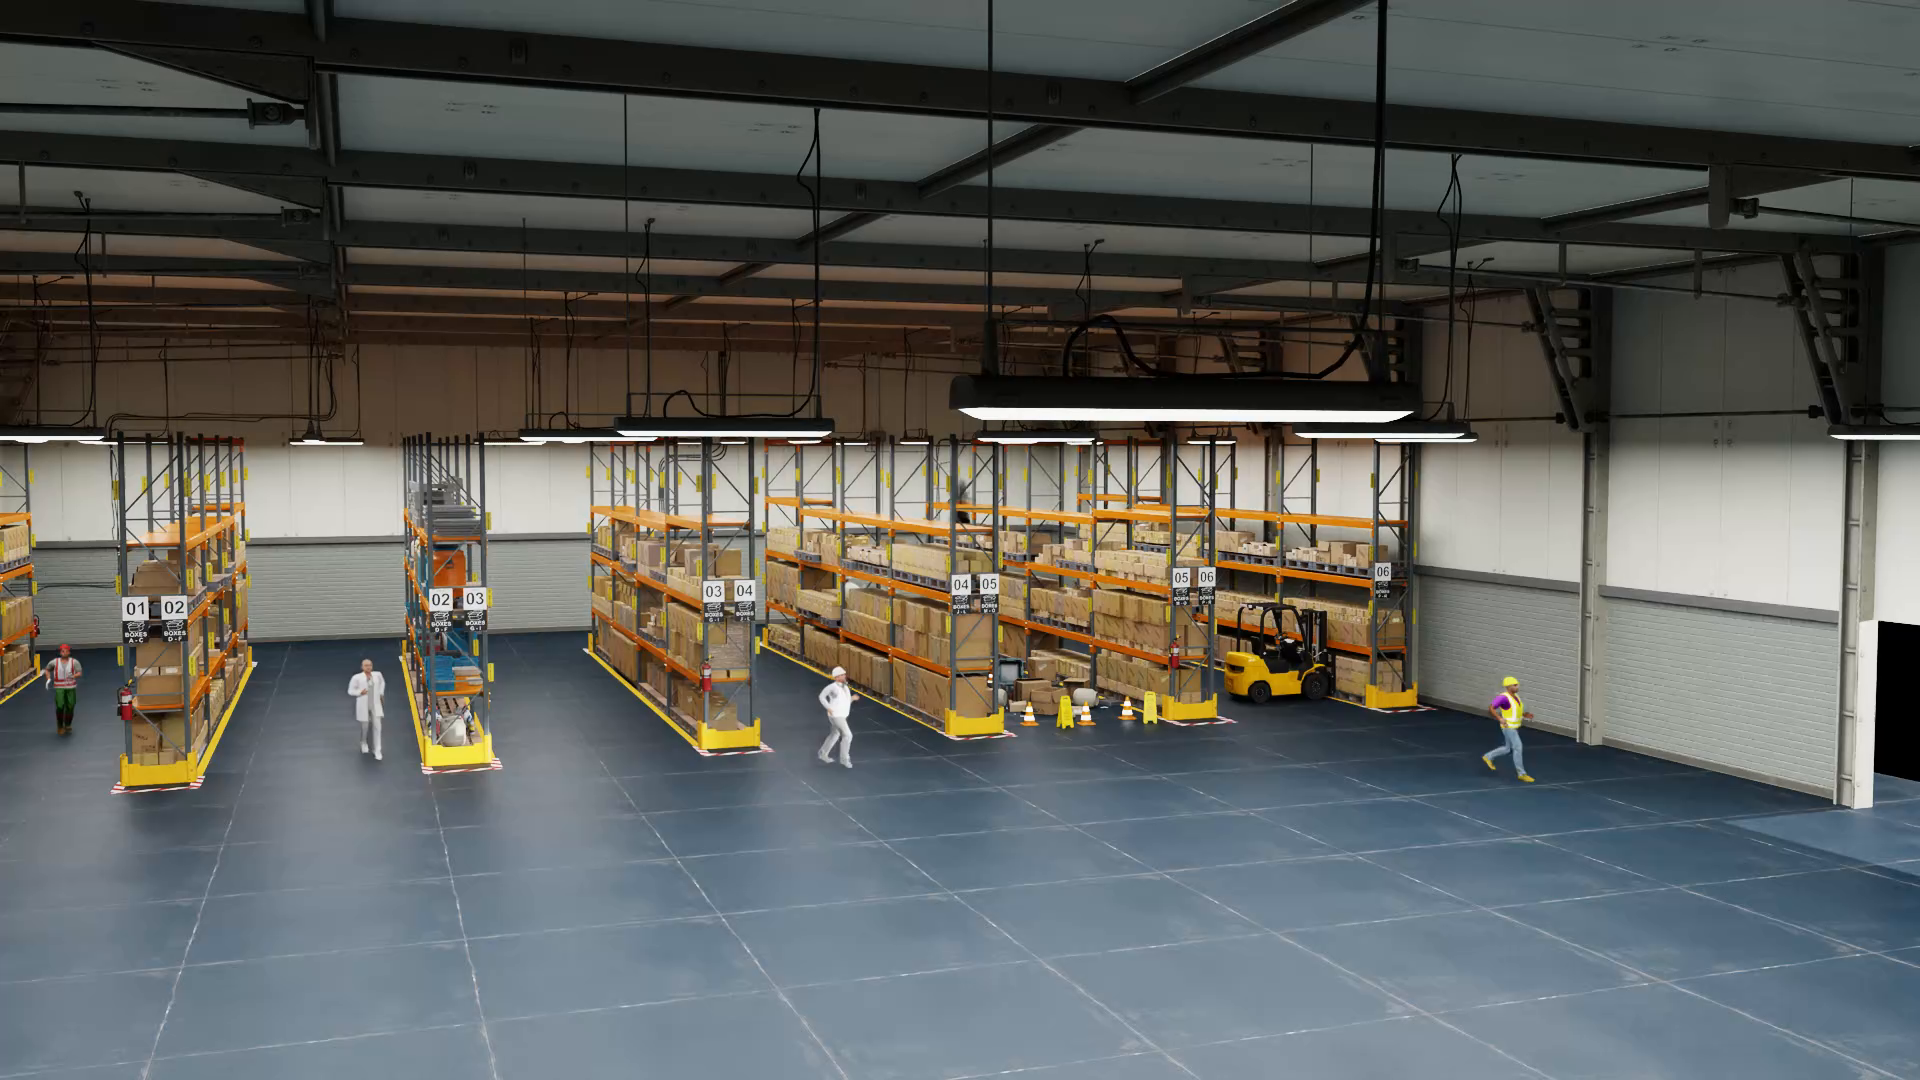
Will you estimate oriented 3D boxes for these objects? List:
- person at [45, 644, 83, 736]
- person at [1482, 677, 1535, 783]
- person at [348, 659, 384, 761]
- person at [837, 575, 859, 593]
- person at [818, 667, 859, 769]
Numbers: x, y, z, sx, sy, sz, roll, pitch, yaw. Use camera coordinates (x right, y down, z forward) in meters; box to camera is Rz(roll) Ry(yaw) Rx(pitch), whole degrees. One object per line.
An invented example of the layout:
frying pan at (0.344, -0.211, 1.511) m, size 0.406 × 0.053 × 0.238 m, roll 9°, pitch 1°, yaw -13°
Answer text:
person at (-17.860, 2.992, 33.173) m, size 0.645 × 1.818 × 0.738 m, roll -2°, pitch 4°, yaw -34°
person at (9.483, 3.246, 28.708) m, size 0.968 × 1.773 × 0.700 m, roll 3°, pitch 4°, yaw 39°
person at (-10.961, 3.107, 30.776) m, size 0.697 × 1.807 × 0.966 m, roll -2°, pitch 4°, yaw -31°
person at (-3.293, 1.902, 48.173) m, size 0.669 × 1.886 × 0.737 m, roll -2°, pitch 4°, yaw -36°
person at (-2.192, 3.192, 29.909) m, size 0.778 × 1.843 × 0.628 m, roll 1°, pitch 3°, yaw 18°
